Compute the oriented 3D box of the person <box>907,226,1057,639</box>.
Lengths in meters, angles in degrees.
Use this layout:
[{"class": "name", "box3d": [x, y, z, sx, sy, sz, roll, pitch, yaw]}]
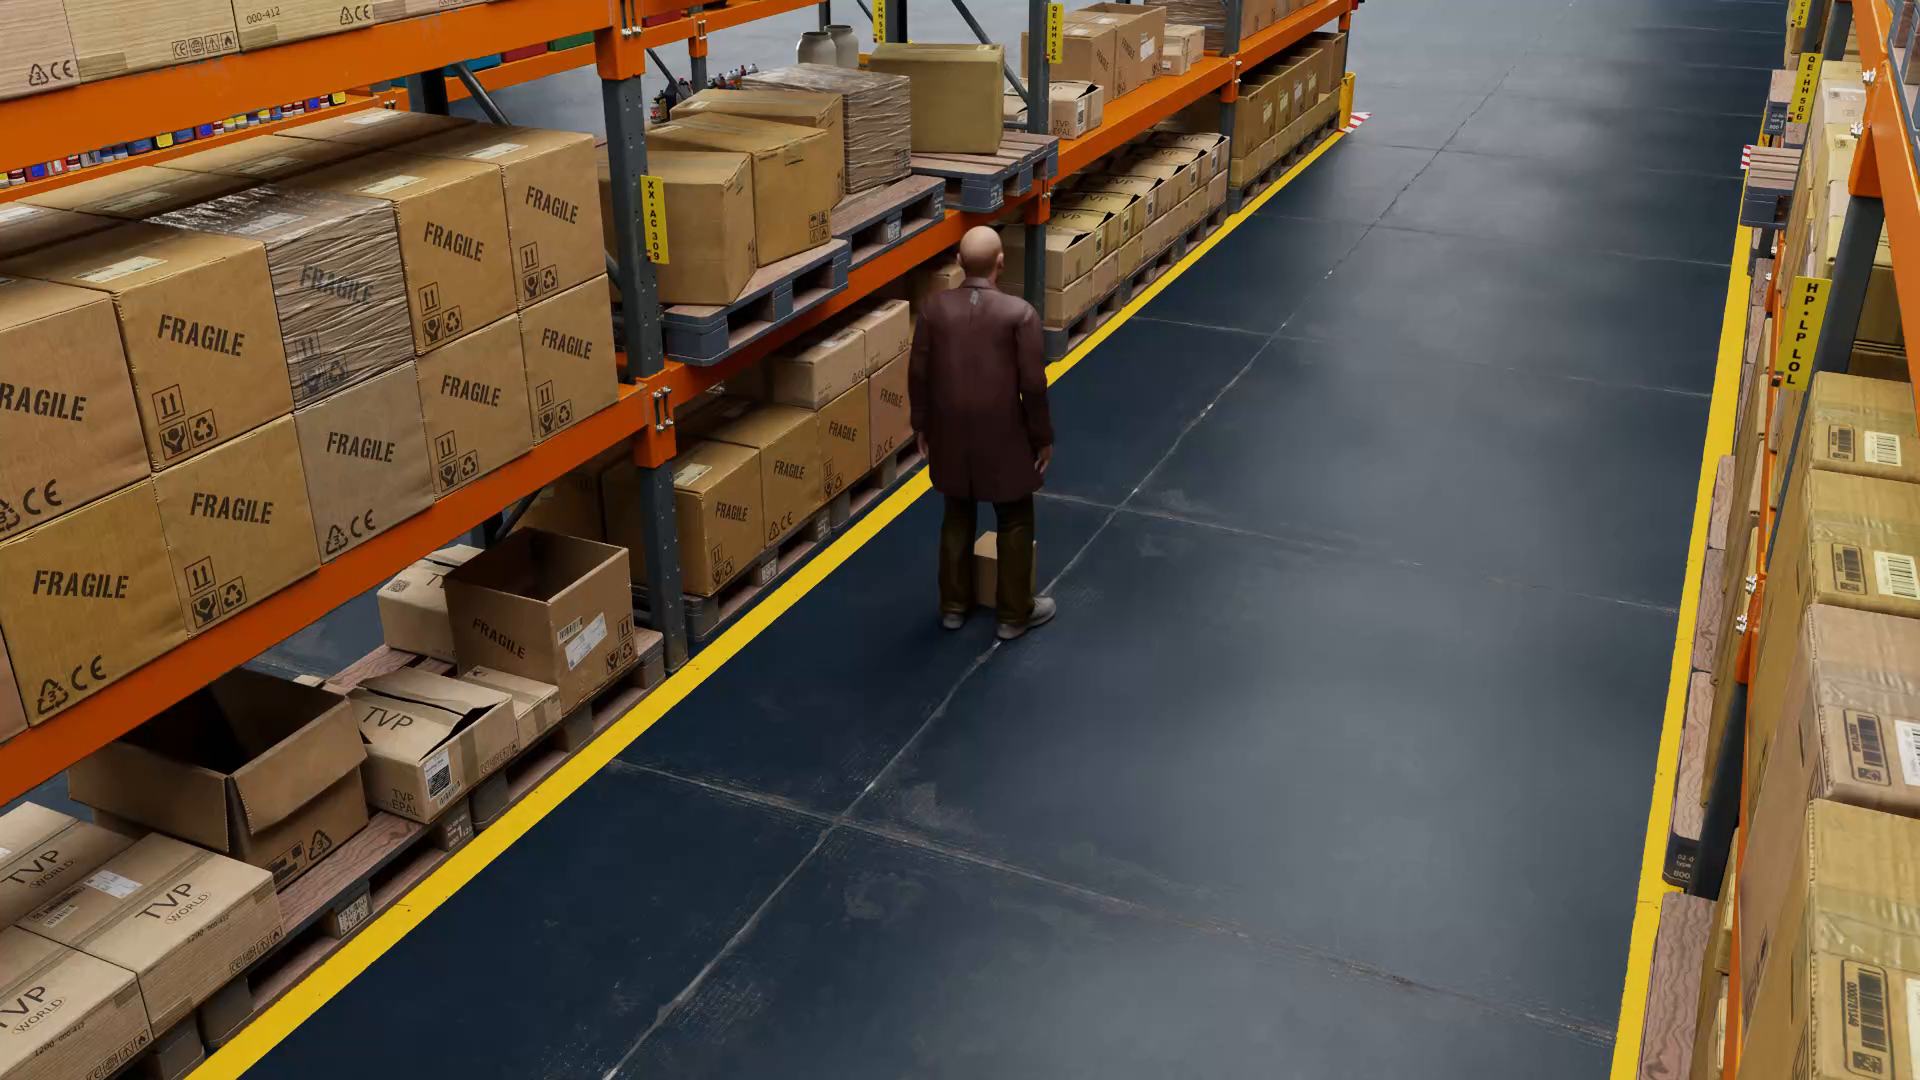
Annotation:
[{"class": "person", "box3d": [0.097, -0.444, 7.051, 0.639, 1.772, 0.433, 10, 27, 19]}]
